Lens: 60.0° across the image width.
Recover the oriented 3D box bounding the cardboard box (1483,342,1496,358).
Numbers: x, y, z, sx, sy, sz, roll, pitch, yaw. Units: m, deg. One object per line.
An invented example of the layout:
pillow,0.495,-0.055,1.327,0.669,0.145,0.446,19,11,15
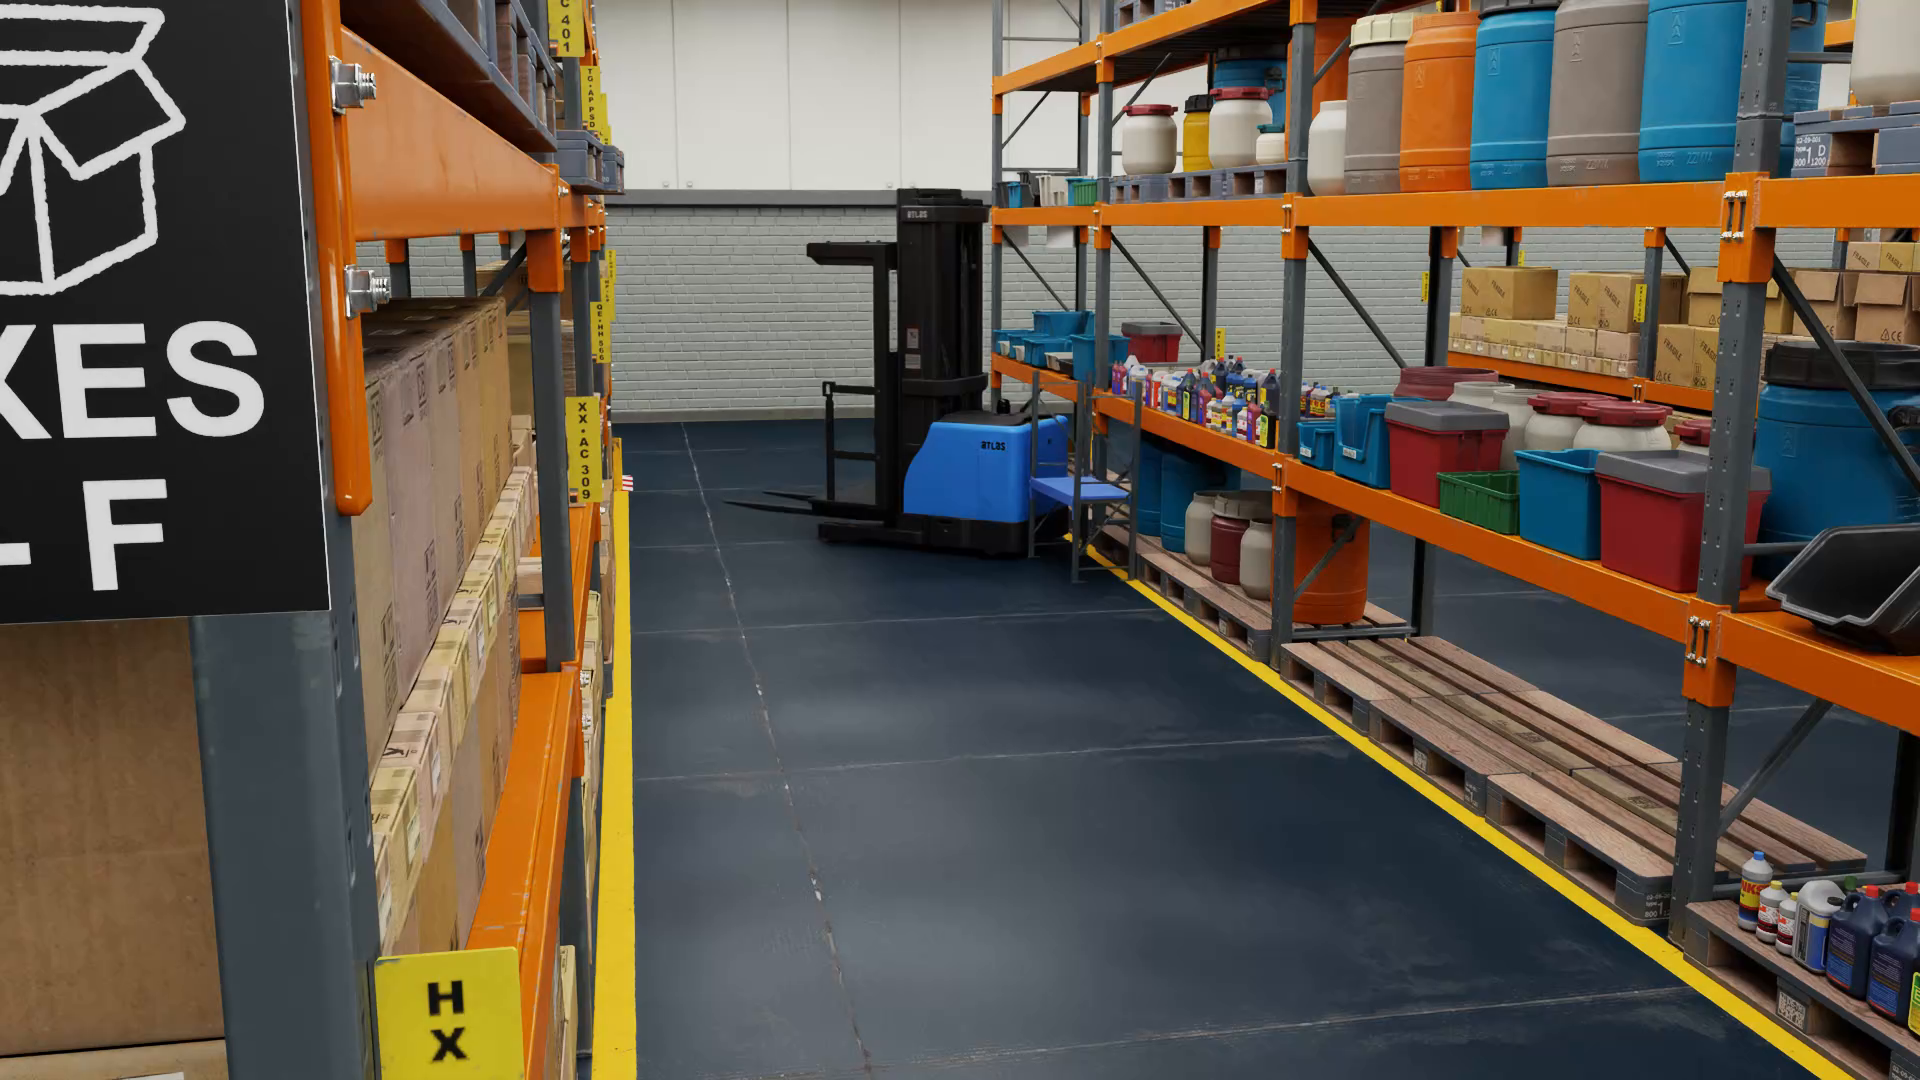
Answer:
cardboard box,5.635,-1.963,17.159,0.380,0.149,0.250,-2,11,-12

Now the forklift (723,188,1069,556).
forklift,-0.625,-1.484,14.154,3.031,2.935,1.130,6,12,28

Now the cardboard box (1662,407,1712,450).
cardboard box,6.610,-0.664,14.222,1.225,0.875,0.875,-2,11,-11

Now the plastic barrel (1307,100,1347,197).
plastic barrel,2.146,-2.165,9.226,0.421,0.512,0.421,0,11,0

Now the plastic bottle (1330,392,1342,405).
plastic bottle,2.473,-0.837,10.917,0.097,0.271,0.097,0,11,0

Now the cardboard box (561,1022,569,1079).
cardboard box,-1.303,1.522,4.407,0.500,0.250,0.500,-2,11,-11

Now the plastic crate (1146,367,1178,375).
plastic crate,1.658,-1.428,14.224,0.396,0.136,0.243,-2,11,-11

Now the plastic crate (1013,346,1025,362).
plastic crate,0.668,-1.828,16.323,0.250,0.136,0.298,-2,11,-11

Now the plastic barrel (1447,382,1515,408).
plastic barrel,2.795,-0.578,8.914,0.421,0.512,0.421,0,11,0

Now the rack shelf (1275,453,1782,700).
rack shelf,2.775,0.016,8.015,1.077,0.370,4.000,-2,11,-11

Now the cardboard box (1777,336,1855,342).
cardboard box,6.612,-1.295,12.712,0.500,0.500,0.500,-2,11,-10

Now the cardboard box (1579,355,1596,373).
cardboard box,5.986,-1.633,15.426,0.380,0.149,0.250,-2,11,-12

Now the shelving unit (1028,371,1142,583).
shelving unit,0.948,-0.515,12.860,0.538,1.500,1.048,-2,11,-16

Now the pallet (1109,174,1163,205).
pallet,1.856,-2.679,12.730,1.213,0.211,1.003,-2,11,-11

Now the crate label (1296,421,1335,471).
crate label,2.100,-0.531,9.413,0.303,0.233,0.416,-2,11,-11

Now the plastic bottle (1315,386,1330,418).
plastic bottle,2.462,-0.906,11.279,0.097,0.271,0.097,0,11,0

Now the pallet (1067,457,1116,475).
pallet,0.952,-0.649,17.042,1.003,0.211,1.213,-2,11,-11

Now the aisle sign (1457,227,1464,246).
aisle sign,5.380,-3.631,18.299,0.394,0.787,0.004,-2,11,-11

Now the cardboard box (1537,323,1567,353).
cardboard box,5.920,-1.950,16.027,0.500,0.250,0.500,-2,11,-10

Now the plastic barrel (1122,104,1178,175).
plastic barrel,1.464,-3.079,12.842,0.433,0.535,0.433,0,11,0

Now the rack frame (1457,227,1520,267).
rack frame,5.688,-2.352,18.530,1.000,3.000,0.127,-2,11,-11

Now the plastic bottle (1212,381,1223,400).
plastic bottle,1.772,-0.954,11.501,0.061,0.283,0.133,-2,11,-11

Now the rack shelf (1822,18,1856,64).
rack shelf,6.855,-3.649,12.292,1.077,0.370,4.000,-2,11,-11

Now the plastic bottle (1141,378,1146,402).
plastic bottle,1.410,-1.134,12.666,0.097,0.201,0.097,0,11,0

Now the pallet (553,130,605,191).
pallet,-2.033,-1.579,6.955,1.003,0.211,1.213,-2,11,-8

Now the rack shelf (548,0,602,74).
rack shelf,-3.641,-4.217,14.220,1.077,0.370,4.000,-2,11,-11

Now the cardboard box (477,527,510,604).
cardboard box,-1.236,0.070,3.806,0.380,0.149,0.250,-2,11,-11

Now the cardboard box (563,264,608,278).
cardboard box,-3.369,-2.179,14.681,0.500,0.500,0.500,-2,11,-9

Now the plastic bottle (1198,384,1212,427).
plastic bottle,1.666,-0.915,11.295,0.061,0.283,0.133,-2,11,-11

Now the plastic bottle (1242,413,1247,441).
plastic bottle,1.839,-0.730,10.539,0.097,0.201,0.097,0,11,0

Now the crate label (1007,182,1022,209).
crate label,0.692,-3.391,16.366,0.408,0.251,0.502,-2,11,-11

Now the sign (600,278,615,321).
sign,-2.708,-1.848,12.788,0.100,0.325,0.005,-2,11,-11

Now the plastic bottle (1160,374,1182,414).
plastic bottle,1.549,-1.066,12.106,0.152,0.276,0.135,-2,11,-11

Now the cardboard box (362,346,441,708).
cardboard box,-1.213,-0.029,2.587,0.700,0.500,0.500,-2,11,-11

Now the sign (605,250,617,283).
sign,-3.481,-2.733,16.590,0.100,0.325,0.005,-2,11,-11

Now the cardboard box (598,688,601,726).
cardboard box,-2.028,0.802,8.193,0.500,0.250,0.500,-2,11,-12

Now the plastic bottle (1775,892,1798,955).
plastic bottle,2.835,1.299,5.654,0.097,0.201,0.097,0,11,0

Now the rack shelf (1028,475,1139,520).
rack shelf,0.944,-0.338,12.893,0.538,0.185,1.000,-2,11,-16

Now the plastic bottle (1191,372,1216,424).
plastic bottle,1.676,-0.979,11.450,0.144,0.351,0.185,-2,11,-11

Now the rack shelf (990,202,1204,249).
rack shelf,1.219,-2.925,15.443,1.077,0.370,4.000,-2,11,-11

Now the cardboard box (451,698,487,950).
cardboard box,-1.300,0.523,3.157,0.700,0.500,0.500,-2,11,-9

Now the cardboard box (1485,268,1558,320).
cardboard box,5.721,-2.508,16.952,0.500,0.500,0.500,-2,11,-13

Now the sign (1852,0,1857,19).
sign,10.041,-5.939,18.621,0.100,0.325,0.005,-2,11,-11

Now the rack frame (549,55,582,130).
rack frame,-2.474,-3.472,8.371,1.000,3.000,0.127,-2,11,-11

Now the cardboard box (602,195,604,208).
cardboard box,-3.671,-3.307,15.930,0.500,0.250,0.500,-2,11,-11

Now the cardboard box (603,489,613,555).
cardboard box,-2.787,-0.076,12.080,0.500,0.500,0.500,-2,11,-11

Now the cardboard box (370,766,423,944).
cardboard box,-0.884,0.401,2.067,0.380,0.149,0.250,-2,11,-11

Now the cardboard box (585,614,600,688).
cardboard box,-2.023,0.526,8.140,0.500,0.311,0.500,-2,11,-12

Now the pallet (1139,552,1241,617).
pallet,1.958,0.299,12.060,1.003,0.211,1.213,-2,11,-11

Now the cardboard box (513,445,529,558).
cardboard box,-1.931,-0.078,6.319,0.500,0.500,0.500,-1,11,-7

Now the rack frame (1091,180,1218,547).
rack frame,1.608,-1.438,13.729,1.000,3.000,0.127,-2,11,-11

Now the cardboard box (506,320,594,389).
cardboard box,-2.847,-1.192,11.047,0.700,0.500,0.500,-5,12,-25

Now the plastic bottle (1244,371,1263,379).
plastic bottle,2.197,-1.132,12.455,0.152,0.276,0.135,-2,11,-11

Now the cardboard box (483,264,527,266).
cardboard box,-3.901,-2.161,14.585,0.500,0.500,0.500,-2,11,-12
